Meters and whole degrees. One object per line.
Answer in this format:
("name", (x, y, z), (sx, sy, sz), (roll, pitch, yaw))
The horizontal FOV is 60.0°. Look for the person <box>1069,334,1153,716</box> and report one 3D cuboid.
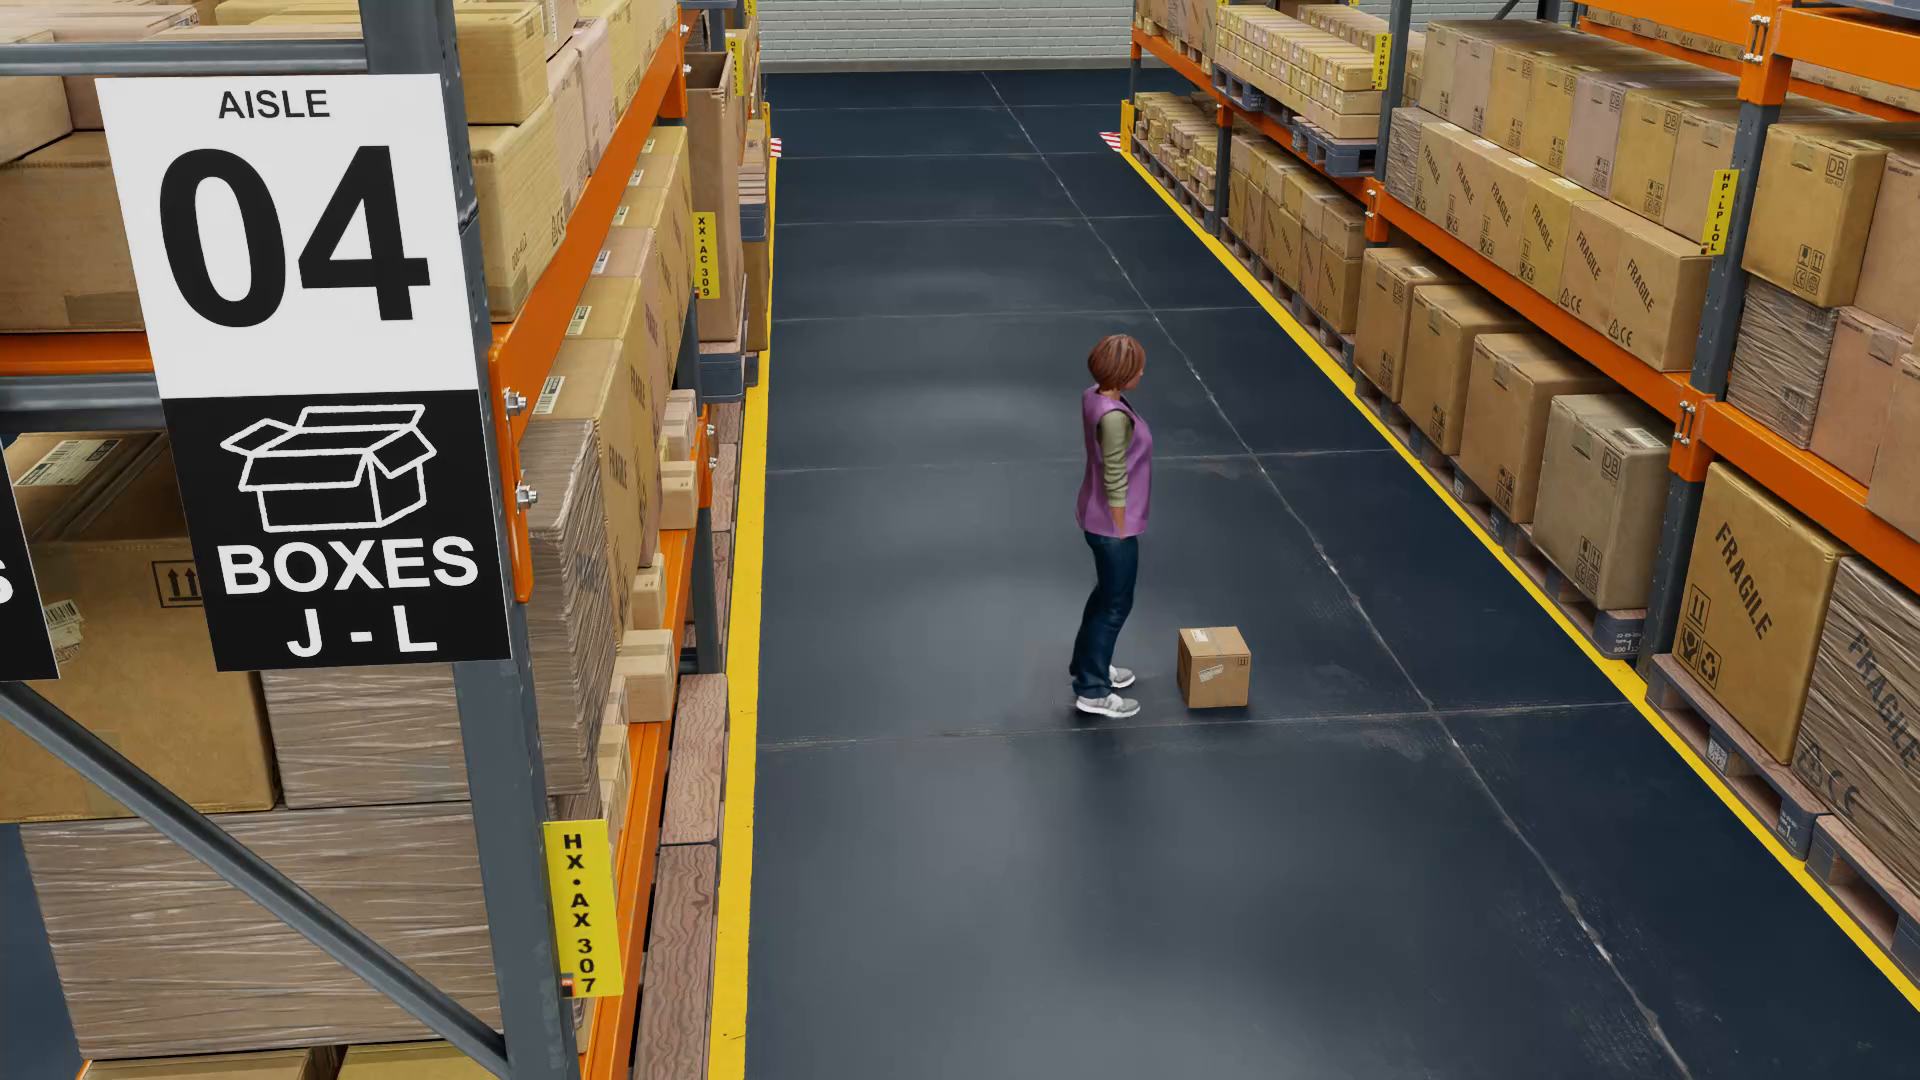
("person", (0.613, -0.062, 6.776), (0.312, 1.605, 0.407), (-2, 24, -4))
